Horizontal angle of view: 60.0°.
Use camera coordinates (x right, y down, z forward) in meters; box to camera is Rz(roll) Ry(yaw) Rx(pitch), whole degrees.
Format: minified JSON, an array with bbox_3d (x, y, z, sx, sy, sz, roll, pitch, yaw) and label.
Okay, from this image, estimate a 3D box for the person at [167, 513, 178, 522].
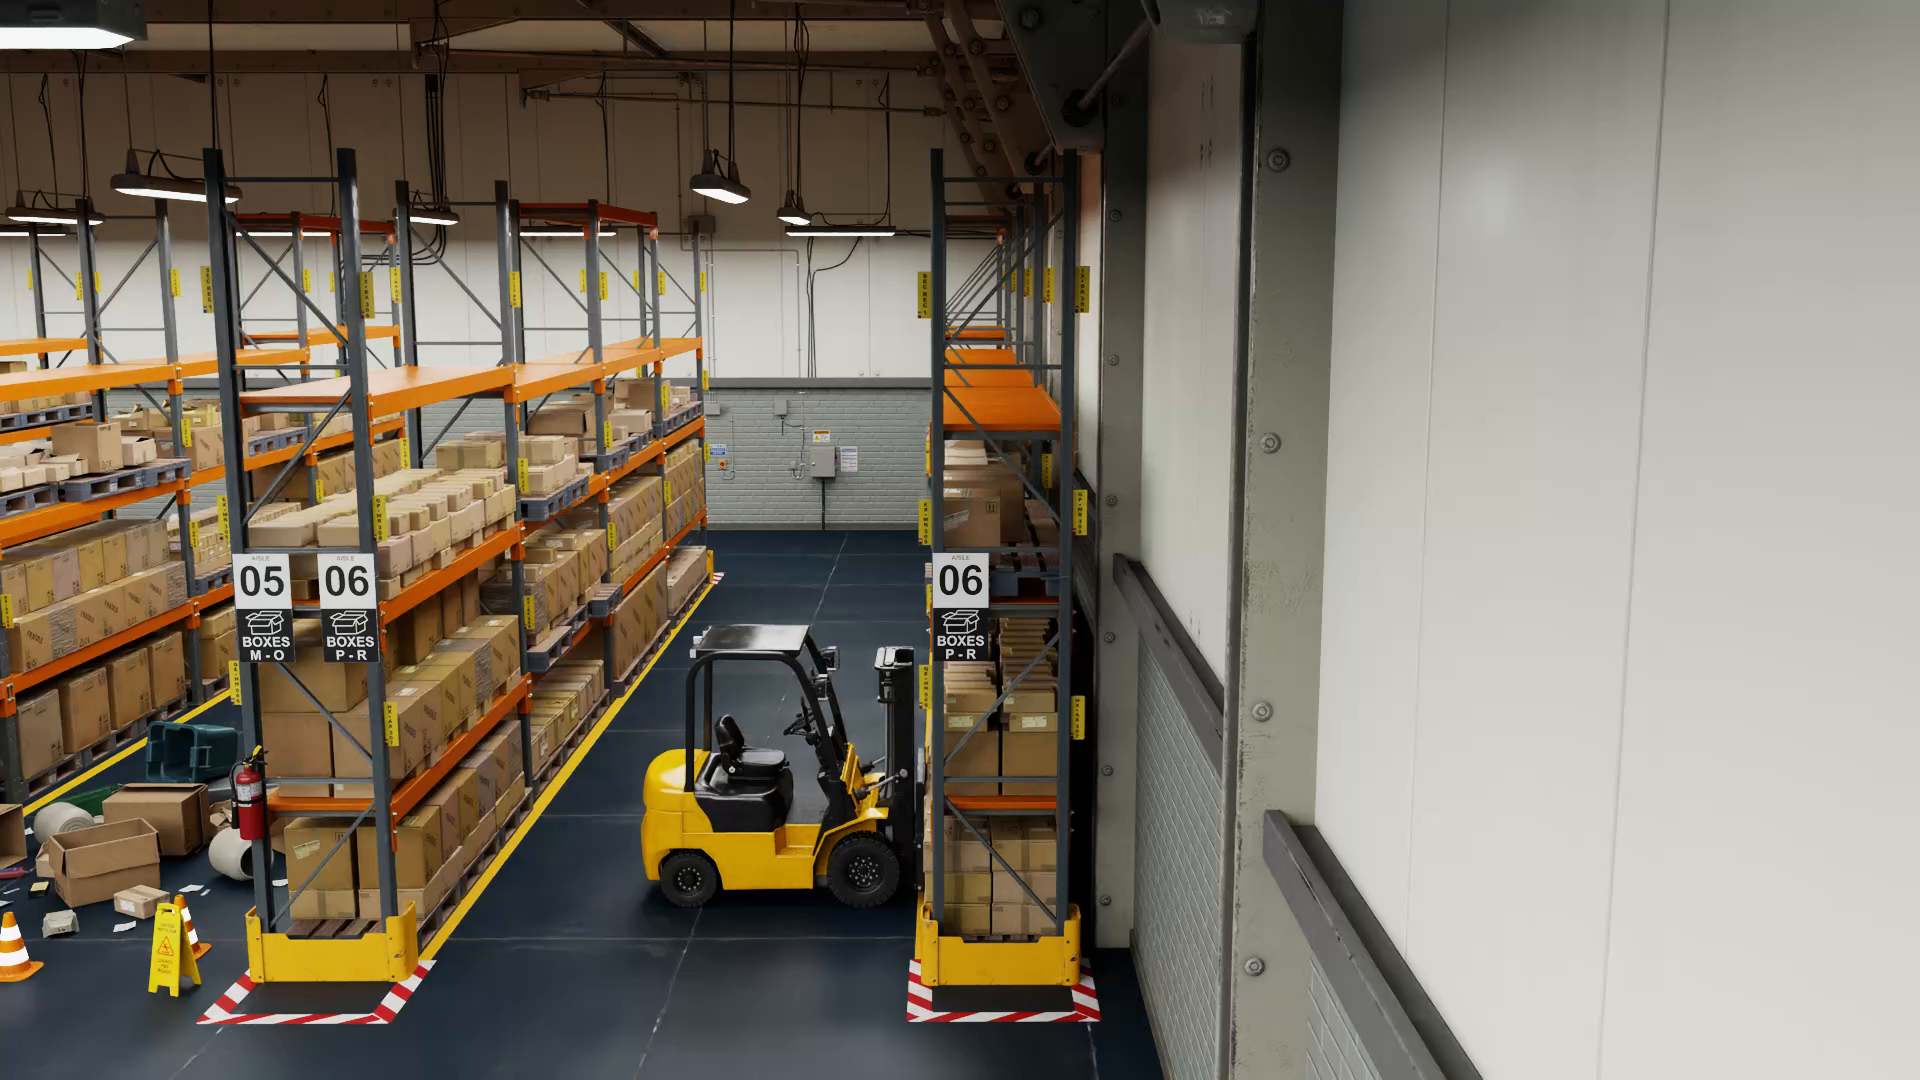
[{"bbox_3d":[-11.480,0.417,24.497,0.683,1.681,0.818,-1,9,-7],"label":"person"}]
